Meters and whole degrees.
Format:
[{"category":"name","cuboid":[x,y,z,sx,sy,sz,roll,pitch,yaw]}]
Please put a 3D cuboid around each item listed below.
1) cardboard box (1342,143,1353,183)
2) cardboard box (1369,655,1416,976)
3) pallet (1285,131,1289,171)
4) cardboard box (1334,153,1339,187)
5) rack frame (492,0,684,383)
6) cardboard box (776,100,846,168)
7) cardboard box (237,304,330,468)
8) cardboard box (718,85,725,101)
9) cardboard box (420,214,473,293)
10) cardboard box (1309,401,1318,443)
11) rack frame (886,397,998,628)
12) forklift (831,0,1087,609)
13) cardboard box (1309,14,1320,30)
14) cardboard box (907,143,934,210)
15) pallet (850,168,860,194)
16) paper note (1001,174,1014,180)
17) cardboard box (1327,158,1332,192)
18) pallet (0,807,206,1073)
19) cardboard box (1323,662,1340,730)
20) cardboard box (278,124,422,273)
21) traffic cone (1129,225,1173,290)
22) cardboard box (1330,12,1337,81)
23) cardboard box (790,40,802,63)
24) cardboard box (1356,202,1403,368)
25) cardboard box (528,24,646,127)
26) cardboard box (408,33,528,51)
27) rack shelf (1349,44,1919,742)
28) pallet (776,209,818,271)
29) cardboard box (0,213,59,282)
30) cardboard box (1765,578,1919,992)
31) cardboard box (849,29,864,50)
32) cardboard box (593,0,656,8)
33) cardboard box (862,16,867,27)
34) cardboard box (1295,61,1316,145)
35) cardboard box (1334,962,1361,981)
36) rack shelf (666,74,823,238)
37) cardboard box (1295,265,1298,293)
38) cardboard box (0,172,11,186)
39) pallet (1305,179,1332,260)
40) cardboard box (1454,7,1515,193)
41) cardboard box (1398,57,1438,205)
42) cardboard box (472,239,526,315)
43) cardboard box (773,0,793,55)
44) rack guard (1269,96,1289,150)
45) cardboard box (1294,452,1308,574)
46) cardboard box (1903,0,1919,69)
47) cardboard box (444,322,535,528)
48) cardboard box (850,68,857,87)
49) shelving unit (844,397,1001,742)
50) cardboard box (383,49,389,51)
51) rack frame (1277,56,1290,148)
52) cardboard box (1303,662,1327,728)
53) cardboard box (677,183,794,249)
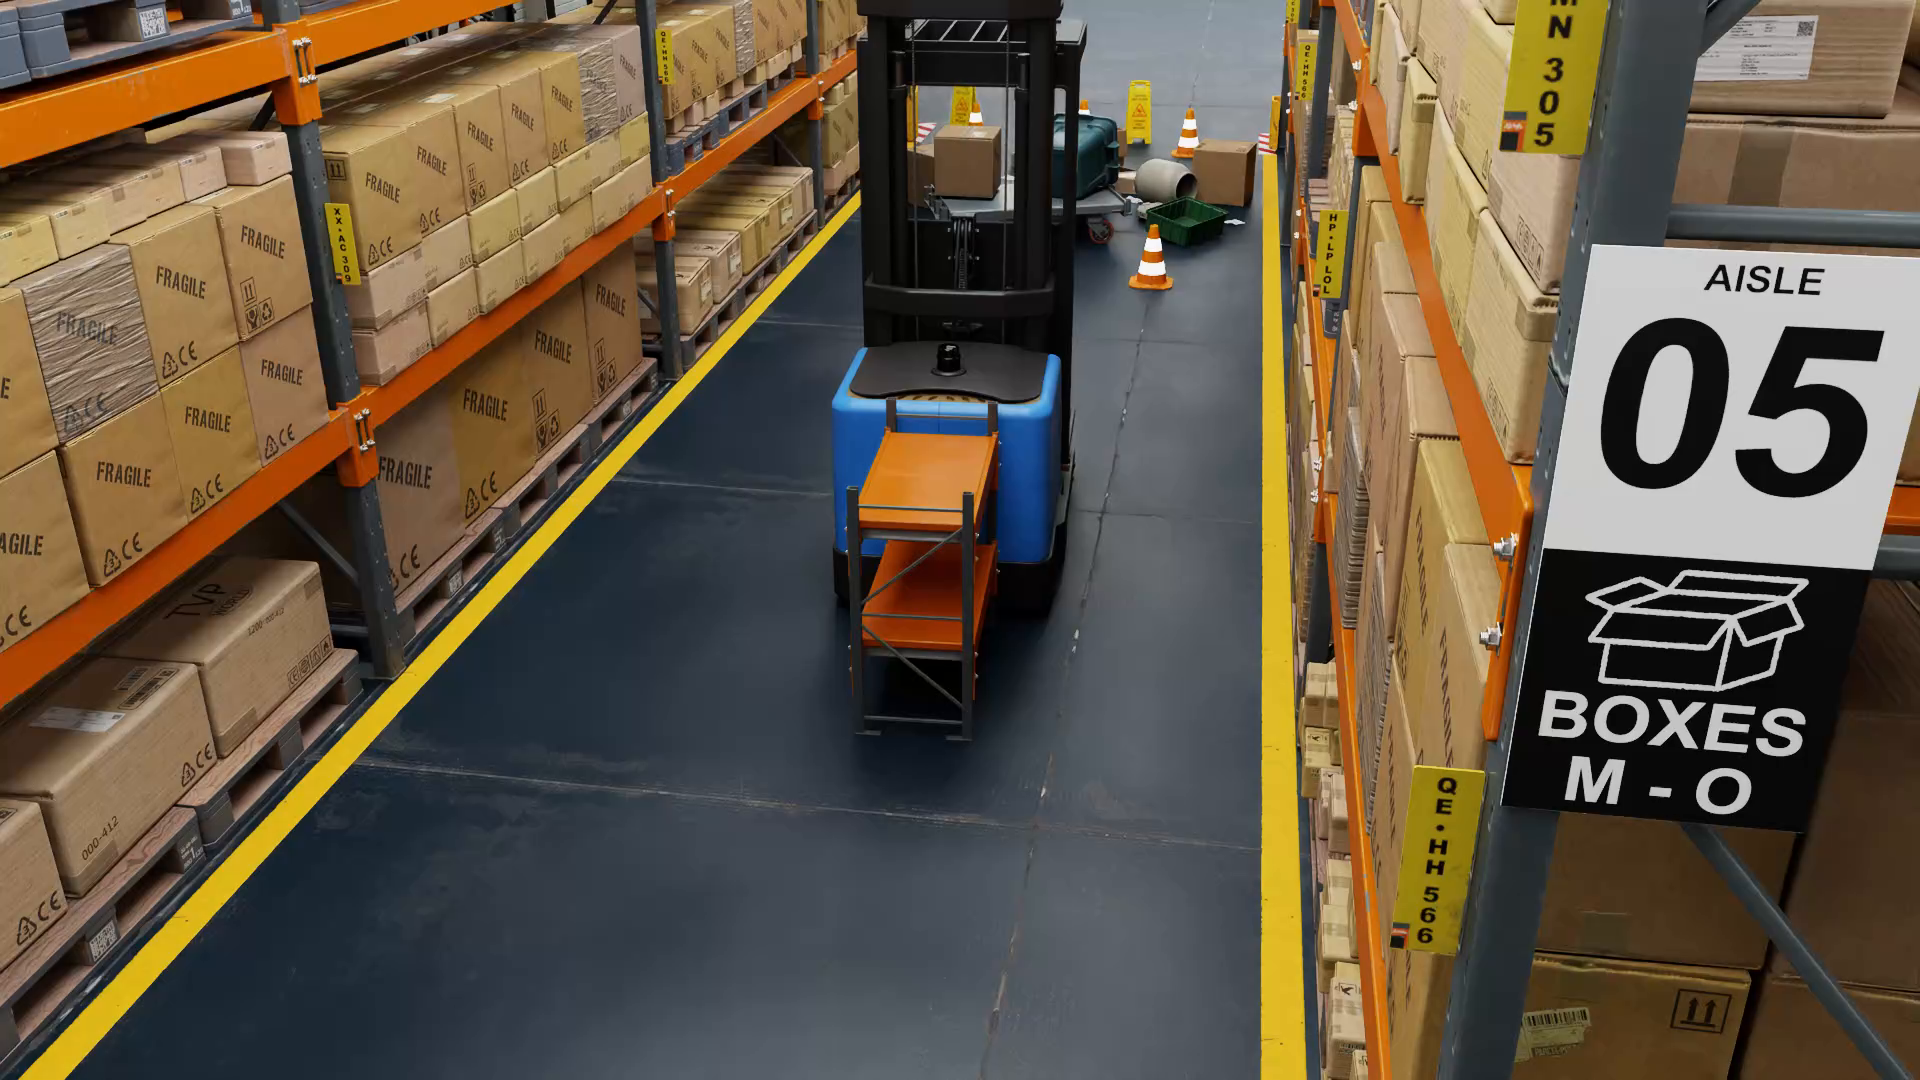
[{"category":"cardboard box","cuboid":[2.116,-1.883,8.333,0.380,0.149,0.250,5,26,11]},{"category":"cardboard box","cuboid":[1.156,0.590,3.483,0.500,0.500,0.500,4,25,8]},{"category":"pallet","cuboid":[3.809,-3.899,16.830,1.003,0.211,1.213,4,25,9]},{"category":"cardboard box","cuboid":[2.195,-1.953,8.834,0.380,0.149,0.250,3,25,7]},{"category":"rack frame","cuboid":[-2.345,-2.456,10.459,1.000,3.000,0.127,4,25,9]},{"category":"cardboard box","cuboid":[-1.329,-3.642,14.855,0.500,0.500,0.500,5,26,11]},{"category":"cardboard box","cuboid":[-2.822,-0.617,6.412,0.500,0.500,0.500,4,25,9]},{"category":"cardboard box","cuboid":[-1.904,-3.224,11.899,0.380,0.149,0.250,5,26,11]},{"category":"cardboard box","cuboid":[-2.591,-1.326,7.632,0.500,0.250,0.500,4,25,9]},{"category":"cardboard box","cuboid":[1.871,-0.423,7.685,0.500,0.250,0.500,5,26,11]},{"category":"rack frame","cuboid":[-0.081,-0.113,7.665,0.500,1.125,0.032,3,25,6]},{"category":"forklift","cuboid":[0.069,-1.593,8.695,1.130,2.935,3.031,3,25,6]},{"category":"cardboard box","cuboid":[3.257,-4.052,13.690,0.875,0.550,0.550,4,25,9]},{"category":"cardboard box","cuboid":[-0.174,-3.352,15.319,0.500,0.500,0.500,-20,32,-36]},{"category":"pallet","cuboid":[-1.419,-3.661,16.323,1.003,0.211,1.213,4,25,9]},{"category":"paper note","cuboid":[0.485,-3.574,16.363,0.148,0.019,0.142,13,28,26]},{"category":"cardboard box","cuboid":[2.283,-2.059,9.411,0.380,0.149,0.250,4,25,8]},{"category":"pallet","cuboid":[-3.397,1.304,5.715,1.003,0.211,1.213,4,25,9]},{"category":"cardboard box","cuboid":[1.537,0.590,6.118,0.380,0.149,0.250,5,26,11]},{"category":"cardboard box","cuboid":[-2.643,-1.446,7.003,0.500,0.500,0.500,4,25,9]},{"category":"traffic cone","cuboid":[1.500,-2.223,12.954,0.336,0.463,0.334,4,25,9]},{"category":"cardboard box","cuboid":[2.801,-3.267,10.894,0.700,0.500,0.500,4,25,8]},{"category":"cardboard box","cuboid":[-1.503,-3.971,13.497,0.380,0.149,0.250,4,25,9]},{"category":"cardboard box","cuboid":[1.517,-0.726,5.114,0.500,0.500,0.500,3,25,7]},{"category":"cardboard box","cuboid":[-2.172,-2.720,9.725,0.500,0.500,0.500,3,25,7]},{"category":"cardboard box","cuboid":[-2.738,-2.557,9.377,0.500,0.500,0.500,4,25,9]},{"category":"rack shelf","cuboid":[1.574,-0.679,3.972,1.077,0.370,4.000,4,25,9]},{"category":"pallet","cuboid":[-1.817,-2.541,13.929,1.003,0.211,1.213,4,25,9]},{"category":"cardboard box","cuboid":[-3.006,-0.894,5.059,0.380,0.149,0.250,3,25,7]},{"category":"cardboard box","cuboid":[1.583,0.388,2.734,0.500,0.500,0.500,4,25,8]},{"category":"cardboard box","cuboid":[-1.105,-4.659,15.462,0.380,0.149,0.250,4,25,9]},{"category":"cardboard box","cuboid":[-2.356,-3.824,11.652,0.380,0.149,0.250,3,25,6]},{"category":"cardboard box","cuboid":[-1.128,-5.107,15.654,0.500,0.500,0.500,4,25,9]},{"category":"cardboard box","cuboid":[2.608,-3.040,11.588,0.500,0.500,0.500,4,25,9]},{"category":"cardboard box","cuboid":[1.267,1.375,4.790,0.380,0.149,0.250,5,26,11]},{"category":"rack shelf","cuboid":[-2.018,-2.967,12.399,1.077,0.370,4.000,4,25,9]},{"category":"cardboard box","cuboid":[2.883,-1.941,11.517,1.050,0.750,0.750,4,25,9]},{"category":"cardboard box","cuboid":[-3.434,-1.143,5.592,0.380,0.149,0.250,4,25,8]},{"category":"pallet","cuboid":[2.544,-1.763,9.205,1.213,0.211,1.003,4,25,9]},{"category":"cardboard box","cuboid":[1.154,-0.751,2.865,0.500,0.250,0.500,3,25,7]},{"category":"cardboard box","cuboid":[1.299,-0.953,3.886,0.500,0.250,0.500,5,26,11]},{"category":"cardboard box","cuboid":[-2.484,-1.311,8.189,0.500,0.250,0.500,4,25,8]},{"category":"cardboard box","cuboid":[-1.620,-4.083,12.970,0.500,0.500,0.500,4,25,9]},{"category":"rack guard","cuboid":[3.866,-4.379,17.516,1.175,0.500,0.348,4,25,9]},{"category":"cardboard box","cuboid":[1.858,-0.082,7.841,0.500,0.500,0.500,3,25,7]},{"category":"cardboard box","cuboid":[1.584,-0.732,2.355,0.380,0.149,0.250,5,26,11]},{"category":"cardboard box","cuboid":[-2.836,-0.654,8.621,0.875,0.875,0.875,5,26,10]},{"category":"cardboard box","cuboid":[-1.126,-4.312,15.521,0.380,0.149,0.250,5,26,12]},{"category":"shelving unit","cuboid":[-0.138,0.101,7.208,0.538,1.125,1.048,3,25,6]},{"category":"cardboard box","cuboid":[-5.780,-5.114,17.706,0.500,0.250,0.500,4,25,9]},{"category":"rack frame","cuboid":[3.862,-5.501,16.965,1.000,3.000,0.127,4,25,9]},{"category":"cardboard box","cuboid":[1.526,0.613,6.418,0.380,0.149,0.250,5,26,11]},{"category":"cardboard box","cuboid":[-1.889,-2.609,13.389,0.950,0.372,0.625,6,26,12]}]
